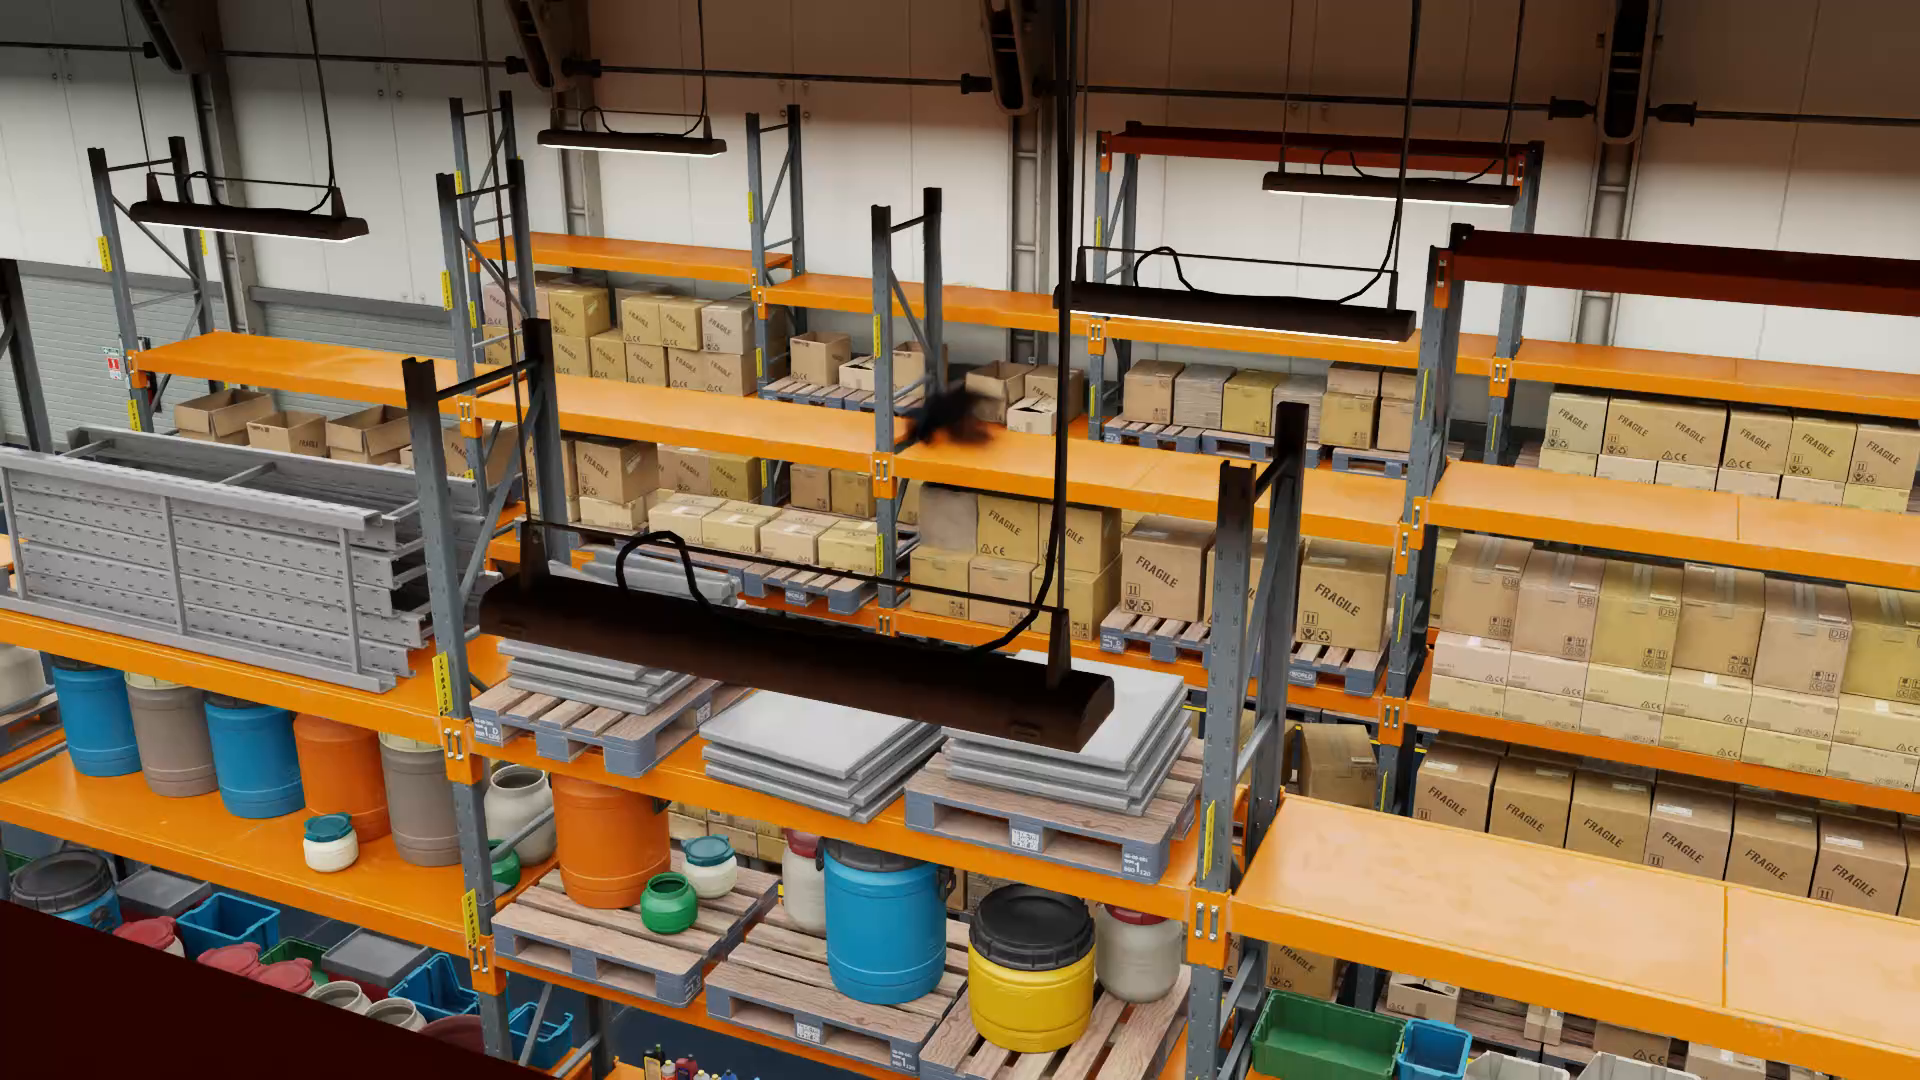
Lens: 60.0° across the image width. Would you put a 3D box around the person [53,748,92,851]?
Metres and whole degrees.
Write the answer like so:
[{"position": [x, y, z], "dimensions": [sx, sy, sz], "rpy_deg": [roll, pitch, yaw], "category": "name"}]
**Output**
[{"position": [-7.378, 2.409, 13.919], "dimensions": [0.700, 1.733, 0.580], "rpy_deg": [11, 23, 28], "category": "person"}]
